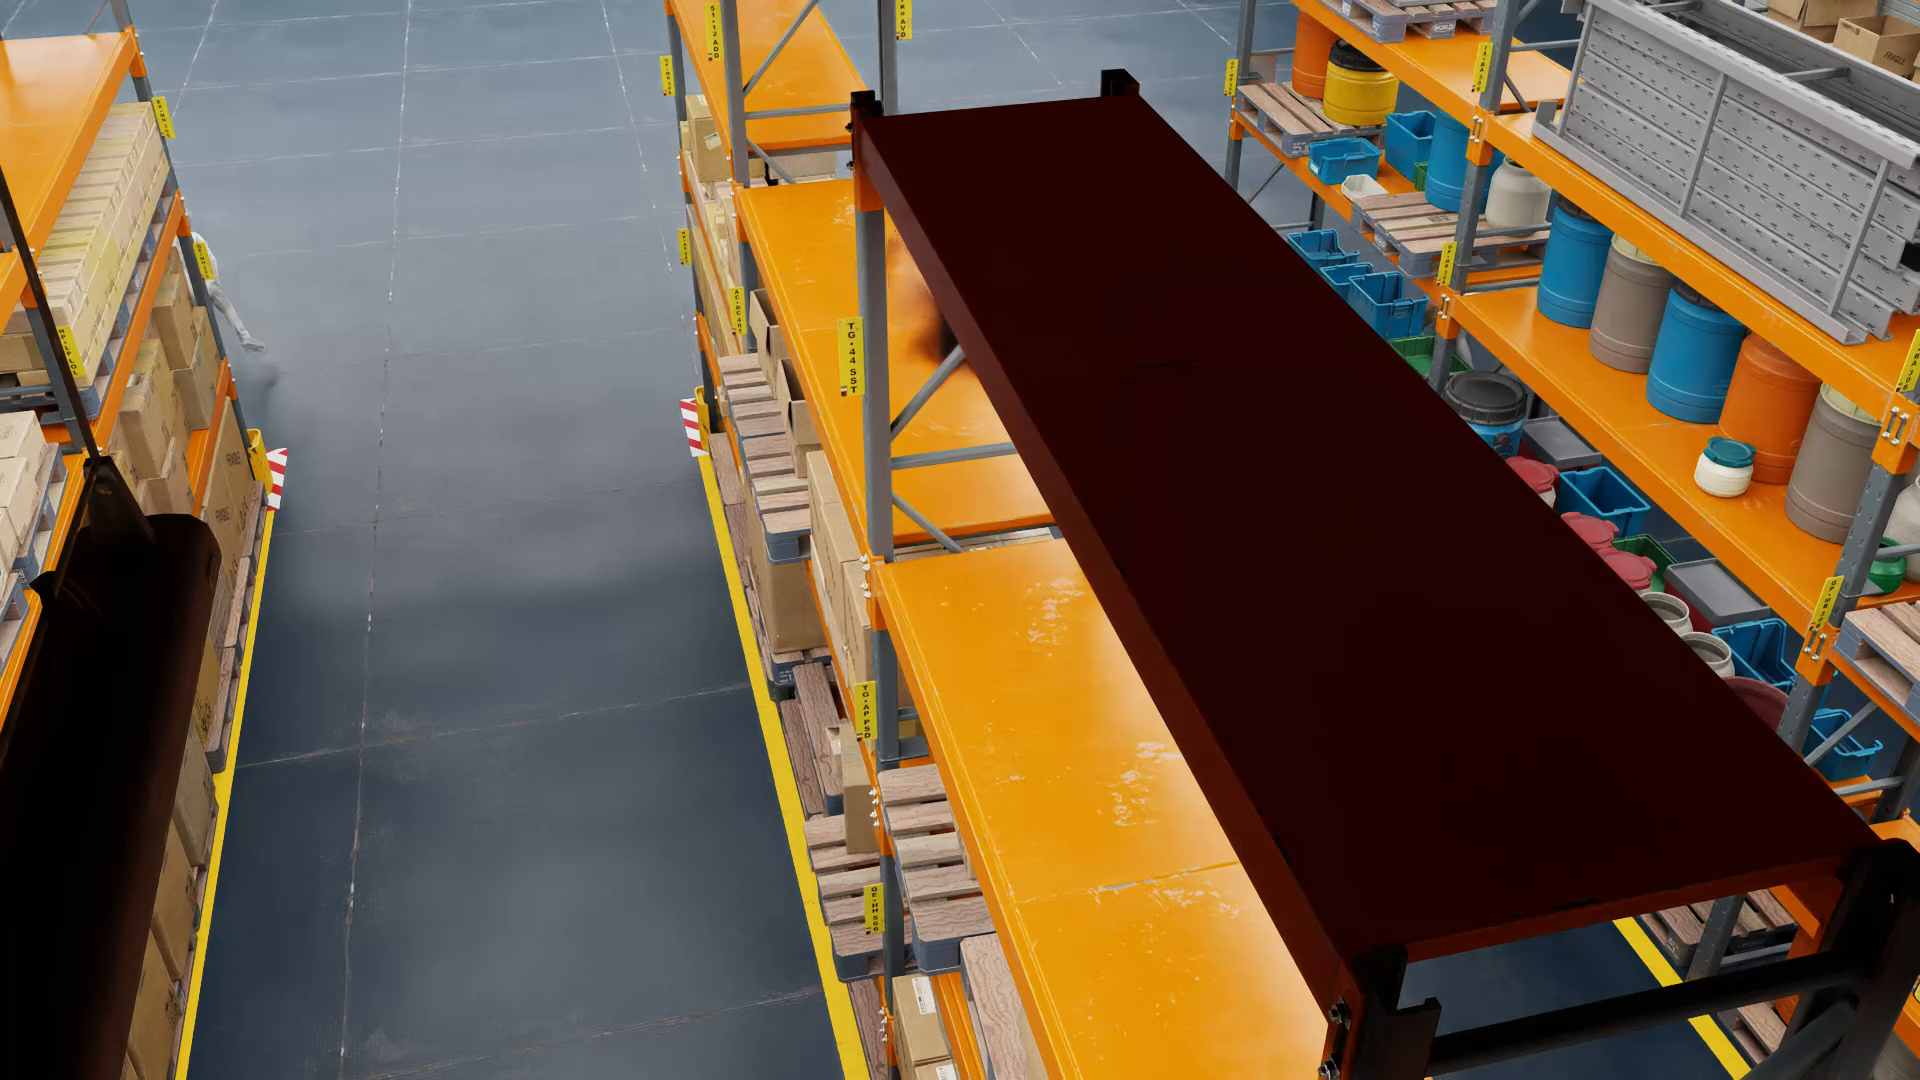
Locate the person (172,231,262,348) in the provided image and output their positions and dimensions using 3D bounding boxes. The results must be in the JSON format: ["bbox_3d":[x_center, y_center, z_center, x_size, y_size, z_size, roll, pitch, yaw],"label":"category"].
[{"bbox_3d":[-7.432,-2.500,16.295,0.754,1.612,0.496,-21,39,-27],"label":"person"}]

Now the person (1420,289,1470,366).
[{"bbox_3d":[4.621,-2.305,15.916,0.654,1.746,0.936,-18,38,-25],"label":"person"}]
